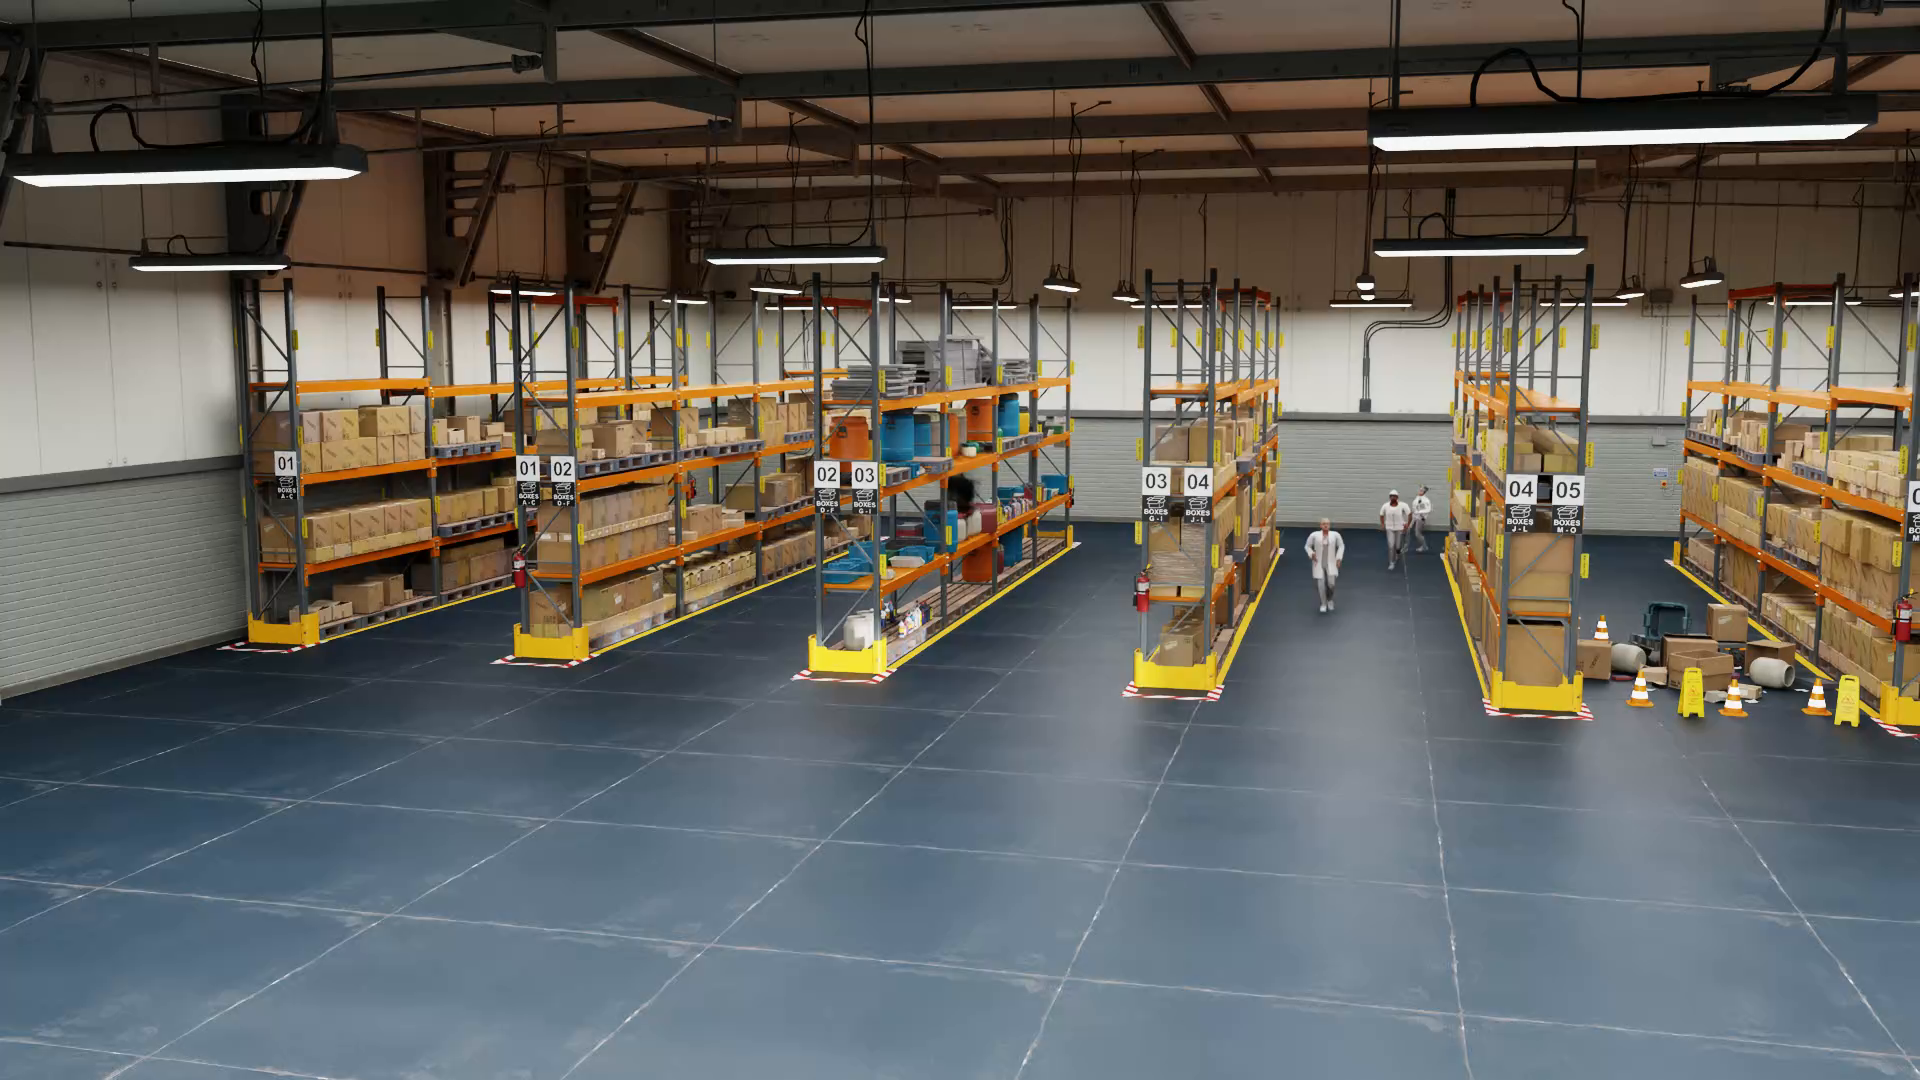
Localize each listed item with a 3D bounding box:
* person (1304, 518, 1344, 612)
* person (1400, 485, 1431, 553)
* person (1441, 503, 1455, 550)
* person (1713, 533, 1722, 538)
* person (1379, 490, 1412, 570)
[{"bbox_3d":[6.697,0.468,30.586,0.723,1.740,0.625,1,7,11],"label":"person"},{"bbox_3d":[10.792,-0.466,39.058,0.705,1.684,0.726,-2,7,-18],"label":"person"},{"bbox_3d":[11.840,-0.573,39.492,0.826,1.743,0.668,4,8,27],"label":"person"},{"bbox_3d":[17.409,-0.435,38.161,0.768,1.716,0.869,-5,8,-36],"label":"person"},{"bbox_3d":[9.588,-0.239,36.650,0.685,1.752,0.650,3,7,22],"label":"person"}]
